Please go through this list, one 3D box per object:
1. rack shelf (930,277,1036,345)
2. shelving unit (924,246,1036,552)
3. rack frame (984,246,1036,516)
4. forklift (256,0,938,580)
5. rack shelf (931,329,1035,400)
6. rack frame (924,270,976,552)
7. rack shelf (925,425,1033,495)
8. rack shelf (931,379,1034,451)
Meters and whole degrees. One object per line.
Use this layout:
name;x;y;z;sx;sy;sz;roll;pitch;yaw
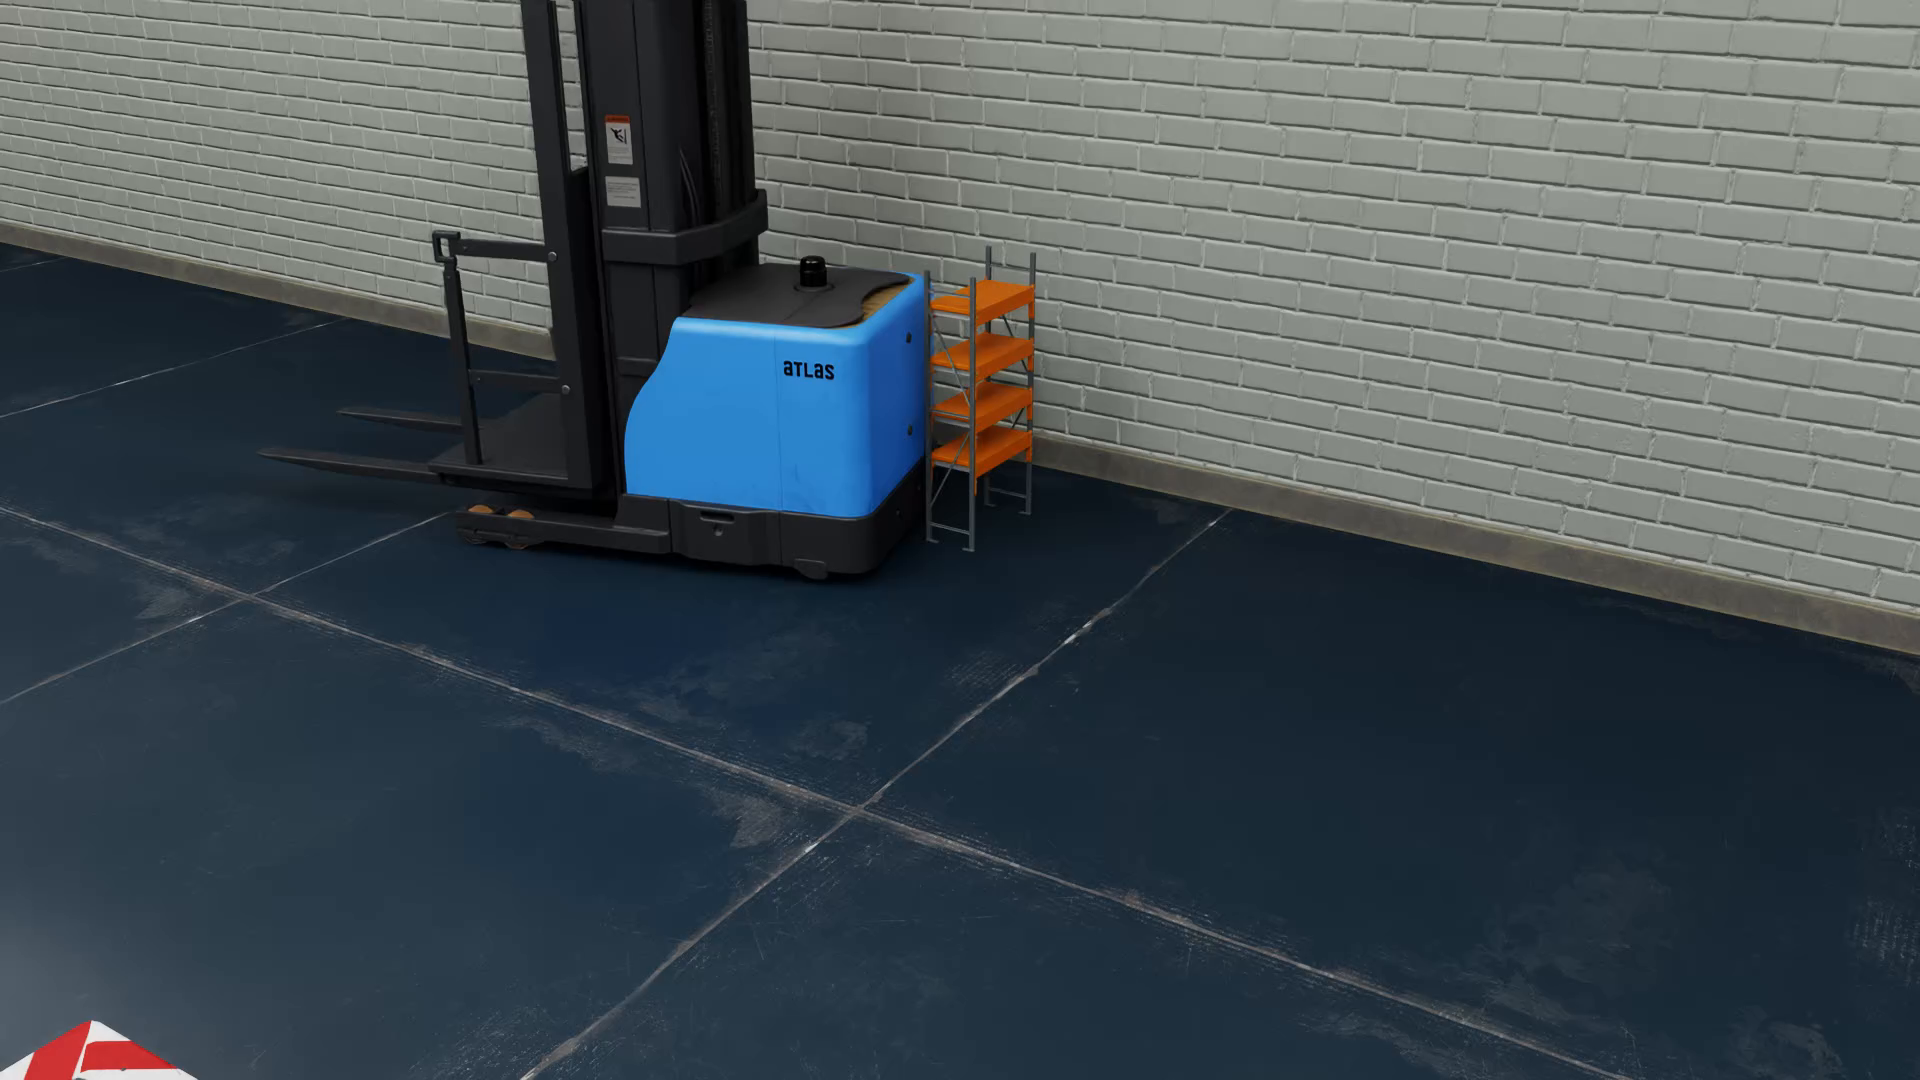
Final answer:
rack shelf;0.087;-0.967;6.985;0.258;0.148;0.480;14;27;29
shelving unit;0.087;-0.606;7.141;0.258;1.200;0.503;14;27;29
rack frame;0.216;-0.689;7.331;0.240;1.200;0.015;14;27;29
forklift;-1.677;-1.497;7.020;3.031;2.935;1.130;7;24;15
rack shelf;0.087;-0.750;7.079;0.258;0.148;0.480;14;27;29
rack frame;-0.041;-0.524;6.950;0.240;1.200;0.015;14;27;29
rack shelf;0.087;-0.363;7.246;0.258;0.148;0.480;14;27;29
rack shelf;0.087;-0.545;7.167;0.258;0.148;0.480;14;27;29
